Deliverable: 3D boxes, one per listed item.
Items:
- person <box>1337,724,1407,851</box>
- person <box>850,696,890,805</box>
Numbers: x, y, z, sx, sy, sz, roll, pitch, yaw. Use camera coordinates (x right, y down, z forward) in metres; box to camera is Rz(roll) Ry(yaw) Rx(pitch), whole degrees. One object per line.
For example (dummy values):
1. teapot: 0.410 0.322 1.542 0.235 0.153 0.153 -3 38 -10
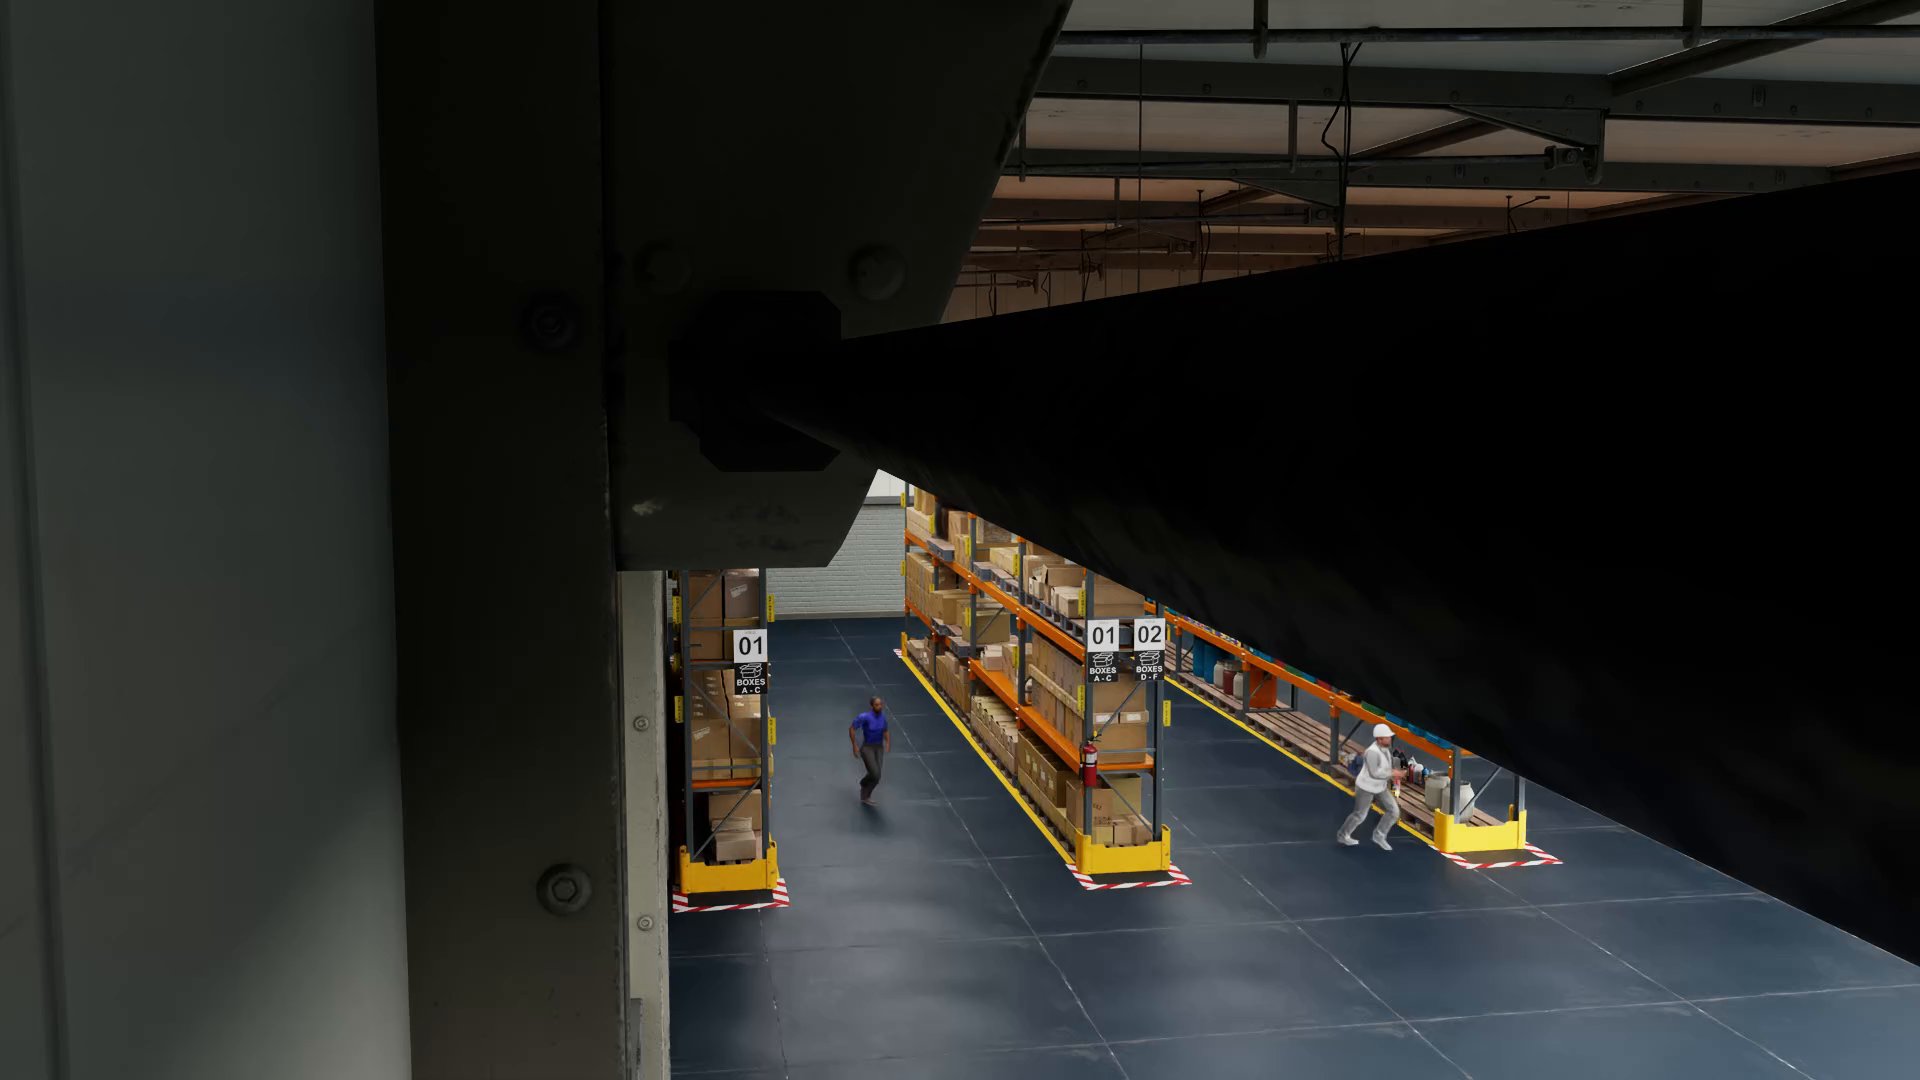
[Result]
1. person: 5.372 3.226 21.671 0.952 1.727 0.594 5 8 41
2. person: -1.288 3.050 24.035 0.646 1.616 0.516 -4 7 -37
